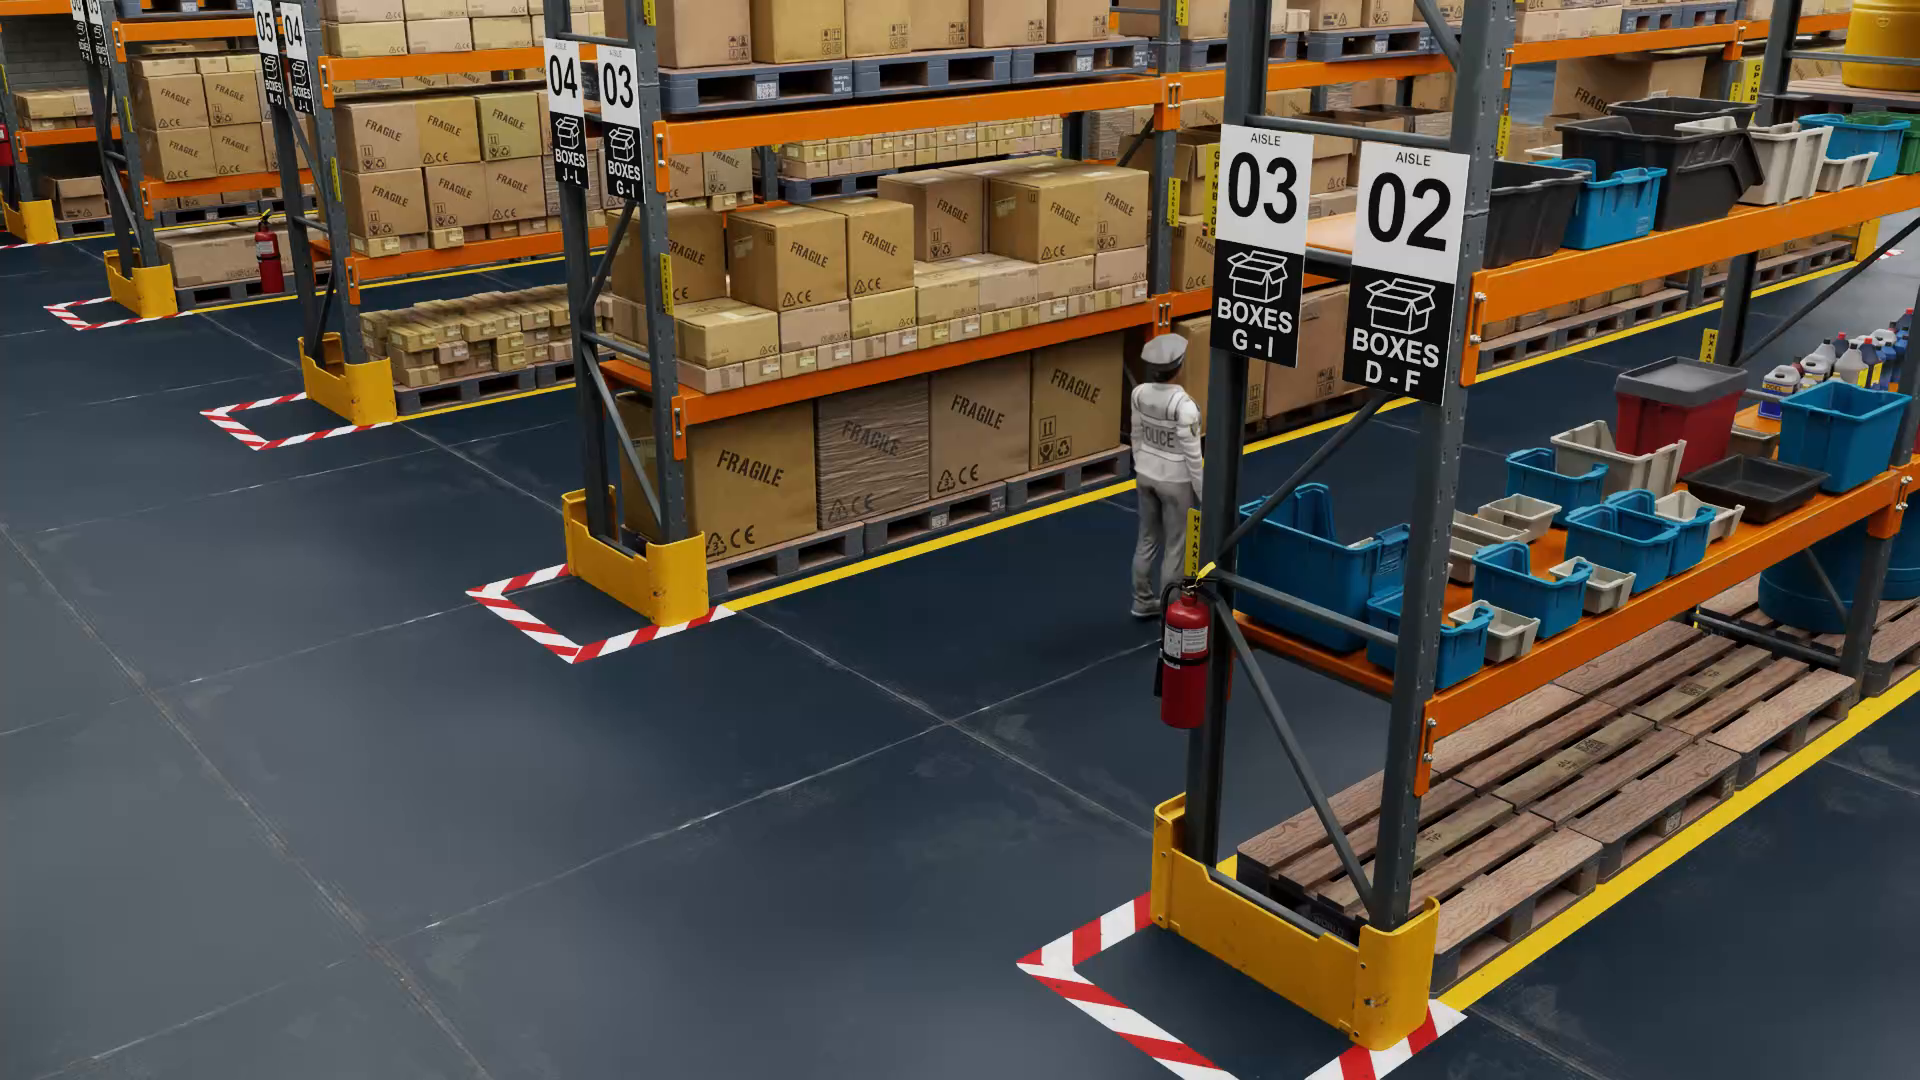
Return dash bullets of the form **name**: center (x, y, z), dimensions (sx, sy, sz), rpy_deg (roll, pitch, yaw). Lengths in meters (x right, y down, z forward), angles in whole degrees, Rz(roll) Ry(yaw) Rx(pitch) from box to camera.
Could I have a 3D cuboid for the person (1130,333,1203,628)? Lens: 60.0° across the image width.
- **person**: center (1.147, -0.323, 9.310), dimensions (0.380, 1.700, 0.487), rpy_deg (-17, 27, -37)
